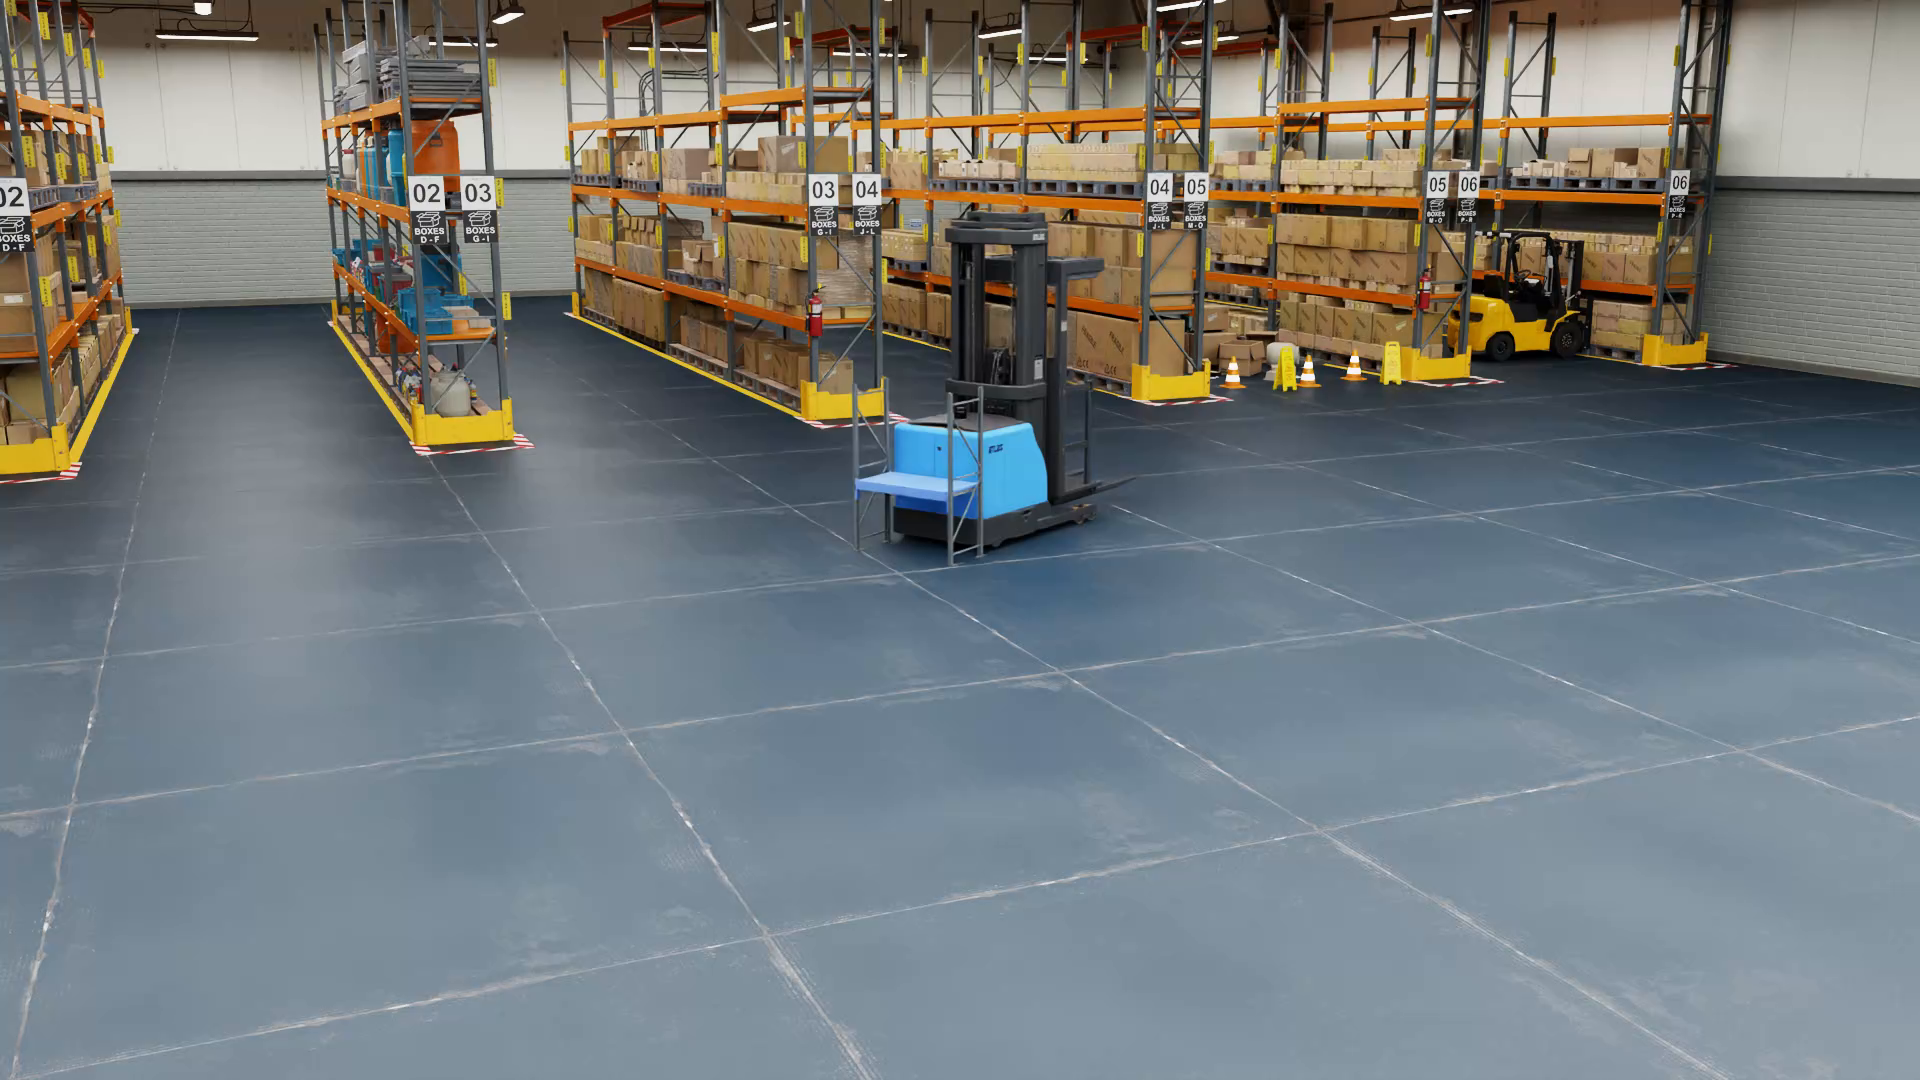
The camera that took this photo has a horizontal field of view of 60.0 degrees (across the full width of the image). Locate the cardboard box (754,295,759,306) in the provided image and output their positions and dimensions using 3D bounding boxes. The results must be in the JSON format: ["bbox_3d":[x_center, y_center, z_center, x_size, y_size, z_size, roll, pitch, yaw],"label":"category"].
[{"bbox_3d":[-2.790,-3.502,24.288,0.380,0.149,0.250,-6,14,-23],"label":"cardboard box"}]

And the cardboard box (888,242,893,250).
[{"bbox_3d":[-1.169,-5.707,32.220,0.380,0.149,0.250,-6,14,-23],"label":"cardboard box"}]

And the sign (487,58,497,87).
[{"bbox_3d":[-5.553,-5.548,19.729,0.100,0.325,0.005,-6,14,-23],"label":"sign"}]

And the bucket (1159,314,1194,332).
[{"bbox_3d":[3.629,-3.705,28.496,0.726,0.611,0.620,-1,3,-4],"label":"bucket"}]

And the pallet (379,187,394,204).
[{"bbox_3d":[-7.283,-4.734,22.819,1.213,0.211,1.003,-6,14,-23],"label":"pallet"}]

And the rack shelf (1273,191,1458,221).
[{"bbox_3d":[6.758,-5.545,27.500,1.077,0.370,4.000,-6,14,-23],"label":"rack shelf"}]

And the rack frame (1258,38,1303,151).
[{"bbox_3d":[7.299,-9.872,37.948,1.000,3.000,0.127,-6,14,-23],"label":"rack frame"}]

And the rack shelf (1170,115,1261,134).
[{"bbox_3d":[6.498,-9.933,39.815,1.077,0.370,4.000,-6,14,-23],"label":"rack shelf"}]

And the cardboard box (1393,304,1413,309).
[{"bbox_3d":[9.407,-4.906,34.132,0.875,0.625,0.625,-5,14,-21],"label":"cardboard box"}]

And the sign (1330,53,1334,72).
[{"bbox_3d":[6.461,-8.309,28.947,0.100,0.325,0.005,-6,14,-23],"label":"sign"}]

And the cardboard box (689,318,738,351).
[{"bbox_3d":[-4.205,-3.525,28.397,0.700,0.500,0.500,-7,15,-28],"label":"cardboard box"}]

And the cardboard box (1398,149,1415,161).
[{"bbox_3d":[9.262,-7.620,33.492,0.700,0.500,0.500,-6,14,-24],"label":"cardboard box"}]

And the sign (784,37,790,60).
[{"bbox_3d":[-2.619,-7.414,25.080,0.100,0.325,0.005,-6,14,-23],"label":"sign"}]

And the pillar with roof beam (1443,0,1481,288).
[{"bbox_3d":[6.305,-8.469,31.885,9.100,9.000,0.548,-6,14,-23],"label":"pillar with roof beam"}]

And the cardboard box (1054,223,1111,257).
[{"bbox_3d":[1.995,-4.672,26.058,0.875,0.550,0.550,-6,14,-23],"label":"cardboard box"}]

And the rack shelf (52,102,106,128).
[{"bbox_3d":[-16.207,-7.695,30.144,1.077,0.370,4.000,-6,14,-23],"label":"rack shelf"}]

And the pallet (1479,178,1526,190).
[{"bbox_3d":[10.138,-6.846,31.949,0.805,0.209,1.217,-6,14,-25],"label":"pallet"}]

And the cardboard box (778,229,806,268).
[{"bbox_3d":[-2.173,-4.001,22.785,0.500,0.500,0.500,-6,14,-23],"label":"cardboard box"}]

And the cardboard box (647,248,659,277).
[{"bbox_3d":[-5.345,-5.011,30.025,0.500,0.500,0.500,-6,14,-23],"label":"cardboard box"}]

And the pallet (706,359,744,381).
[{"bbox_3d":[-3.437,-2.755,26.684,1.003,0.211,1.213,-6,14,-23],"label":"pallet"}]

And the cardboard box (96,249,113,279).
[{"bbox_3d":[-15.361,-4.890,29.504,0.500,0.500,0.500,-5,14,-21],"label":"cardboard box"}]

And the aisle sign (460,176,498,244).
[{"bbox_3d":[-5.762,-3.957,19.928,0.394,0.787,0.004,-6,14,-23],"label":"aisle sign"}]

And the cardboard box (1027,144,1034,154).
[{"bbox_3d":[1.296,-6.254,26.604,0.380,0.149,0.250,-5,14,-22],"label":"cardboard box"}]

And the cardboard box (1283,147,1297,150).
[{"bbox_3d":[7.484,-8.831,37.929,0.396,0.266,0.258,-6,14,-24],"label":"cardboard box"}]

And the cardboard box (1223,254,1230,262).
[{"bbox_3d":[5.102,-5.223,30.791,0.380,0.149,0.250,-6,14,-23],"label":"cardboard box"}]

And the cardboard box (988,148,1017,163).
[{"bbox_3d":[0.812,-6.635,29.240,0.500,0.500,0.500,-6,14,-23],"label":"cardboard box"}]

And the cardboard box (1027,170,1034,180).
[{"bbox_3d":[1.296,-5.866,26.694,0.380,0.149,0.250,-6,14,-24],"label":"cardboard box"}]

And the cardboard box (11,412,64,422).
[{"bbox_3d":[-10.814,-1.331,19.515,0.500,0.250,0.500,-6,14,-23],"label":"cardboard box"}]

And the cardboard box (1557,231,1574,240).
[{"bbox_3d":[10.948,-5.455,29.846,0.380,0.149,0.250,-6,14,-23],"label":"cardboard box"}]

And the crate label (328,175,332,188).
[{"bbox_3d":[-12.395,-7.153,33.183,0.408,0.251,0.502,-6,14,-23],"label":"crate label"}]

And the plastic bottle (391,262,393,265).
[{"bbox_3d":[-10.171,-4.848,29.831,0.097,0.271,0.097,0,13,0],"label":"plastic bottle"}]

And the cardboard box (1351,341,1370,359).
[{"bbox_3d":[6.789,-3.137,27.317,0.500,0.250,0.500,-6,14,-23],"label":"cardboard box"}]

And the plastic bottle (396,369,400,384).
[{"bbox_3d":[-7.936,-2.285,23.544,0.097,0.271,0.097,0,13,0],"label":"plastic bottle"}]

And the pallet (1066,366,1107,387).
[{"bbox_3d":[2.187,-2.604,26.035,1.003,0.211,1.213,-6,14,-23],"label":"pallet"}]

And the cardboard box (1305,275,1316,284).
[{"bbox_3d":[6.139,-4.477,28.500,0.380,0.149,0.250,-5,14,-21],"label":"cardboard box"}]

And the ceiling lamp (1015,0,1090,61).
[{"bbox_3d":[2.490,-13.886,42.344,2.000,3.185,0.800,-6,14,-23],"label":"ceiling lamp"}]

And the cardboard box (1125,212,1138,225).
[{"bbox_3d":[3.695,-6.398,33.803,0.500,0.500,0.500,-5,14,-22],"label":"cardboard box"}]

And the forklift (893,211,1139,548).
[{"bbox_3d":[0.669,-1.638,15.828,1.130,2.935,3.031,9,16,35],"label":"forklift"}]

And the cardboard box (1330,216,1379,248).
[{"bbox_3d":[6.587,-5.105,27.554,0.700,0.500,0.500,-6,14,-23],"label":"cardboard box"}]

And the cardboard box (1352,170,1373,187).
[{"bbox_3d":[6.695,-5.847,26.879,0.500,0.250,0.500,-5,14,-21],"label":"cardboard box"}]

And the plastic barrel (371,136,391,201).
[{"bbox_3d":[-8.064,-5.296,23.717,0.600,0.901,0.708,-6,14,-23],"label":"plastic barrel"}]

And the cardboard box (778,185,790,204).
[{"bbox_3d":[-2.150,-4.694,22.559,0.500,0.250,0.500,-6,14,-23],"label":"cardboard box"}]

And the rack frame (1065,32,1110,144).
[{"bbox_3d":[2.752,-9.423,36.007,1.000,3.000,0.127,-6,14,-23],"label":"rack frame"}]

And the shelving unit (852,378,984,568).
[{"bbox_3d":[-0.369,-0.608,14.549,1.048,1.500,0.538,9,16,34],"label":"shelving unit"}]

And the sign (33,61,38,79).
[{"bbox_3d":[-17.506,-8.905,31.522,0.100,0.325,0.005,-6,14,-23],"label":"sign"}]

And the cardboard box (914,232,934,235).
[{"bbox_3d":[-0.676,-5.962,32.666,0.380,0.149,0.250,-5,14,-21],"label":"cardboard box"}]

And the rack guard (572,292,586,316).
[{"bbox_3d":[-7.940,-5.219,36.690,1.175,0.500,0.348,-6,14,-23],"label":"rack guard"}]

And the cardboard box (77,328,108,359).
[{"bbox_3d":[-13.939,-3.109,26.598,0.500,0.500,0.500,-6,14,-25],"label":"cardboard box"}]

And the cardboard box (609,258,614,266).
[{"bbox_3d":[-6.750,-5.516,32.989,0.380,0.149,0.250,-6,14,-23],"label":"cardboard box"}]

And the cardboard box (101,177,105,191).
[{"bbox_3d":[-15.770,-6.429,30.058,0.500,0.250,0.500,-6,14,-23],"label":"cardboard box"}]

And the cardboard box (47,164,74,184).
[{"bbox_3d":[-14.010,-5.482,25.410,0.910,0.500,0.500,-6,14,-23],"label":"cardboard box"}]

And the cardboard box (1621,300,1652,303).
[{"bbox_3d":[11.883,-4.042,29.010,0.500,0.250,0.500,-6,14,-23],"label":"cardboard box"}]

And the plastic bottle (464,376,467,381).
[{"bbox_3d":[-6.759,-2.100,22.746,0.097,0.271,0.097,0,13,0],"label":"plastic bottle"}]

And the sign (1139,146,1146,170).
[{"bbox_3d":[2.561,-5.361,23.321,0.100,0.325,0.005,-6,14,-23],"label":"sign"}]

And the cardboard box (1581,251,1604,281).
[{"bbox_3d":[11.263,-4.811,29.162,0.500,0.500,0.500,-6,14,-24],"label":"cardboard box"}]

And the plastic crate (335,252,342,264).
[{"bbox_3d":[-12.144,-5.579,32.942,0.416,0.233,0.300,-6,14,-23],"label":"plastic crate"}]
